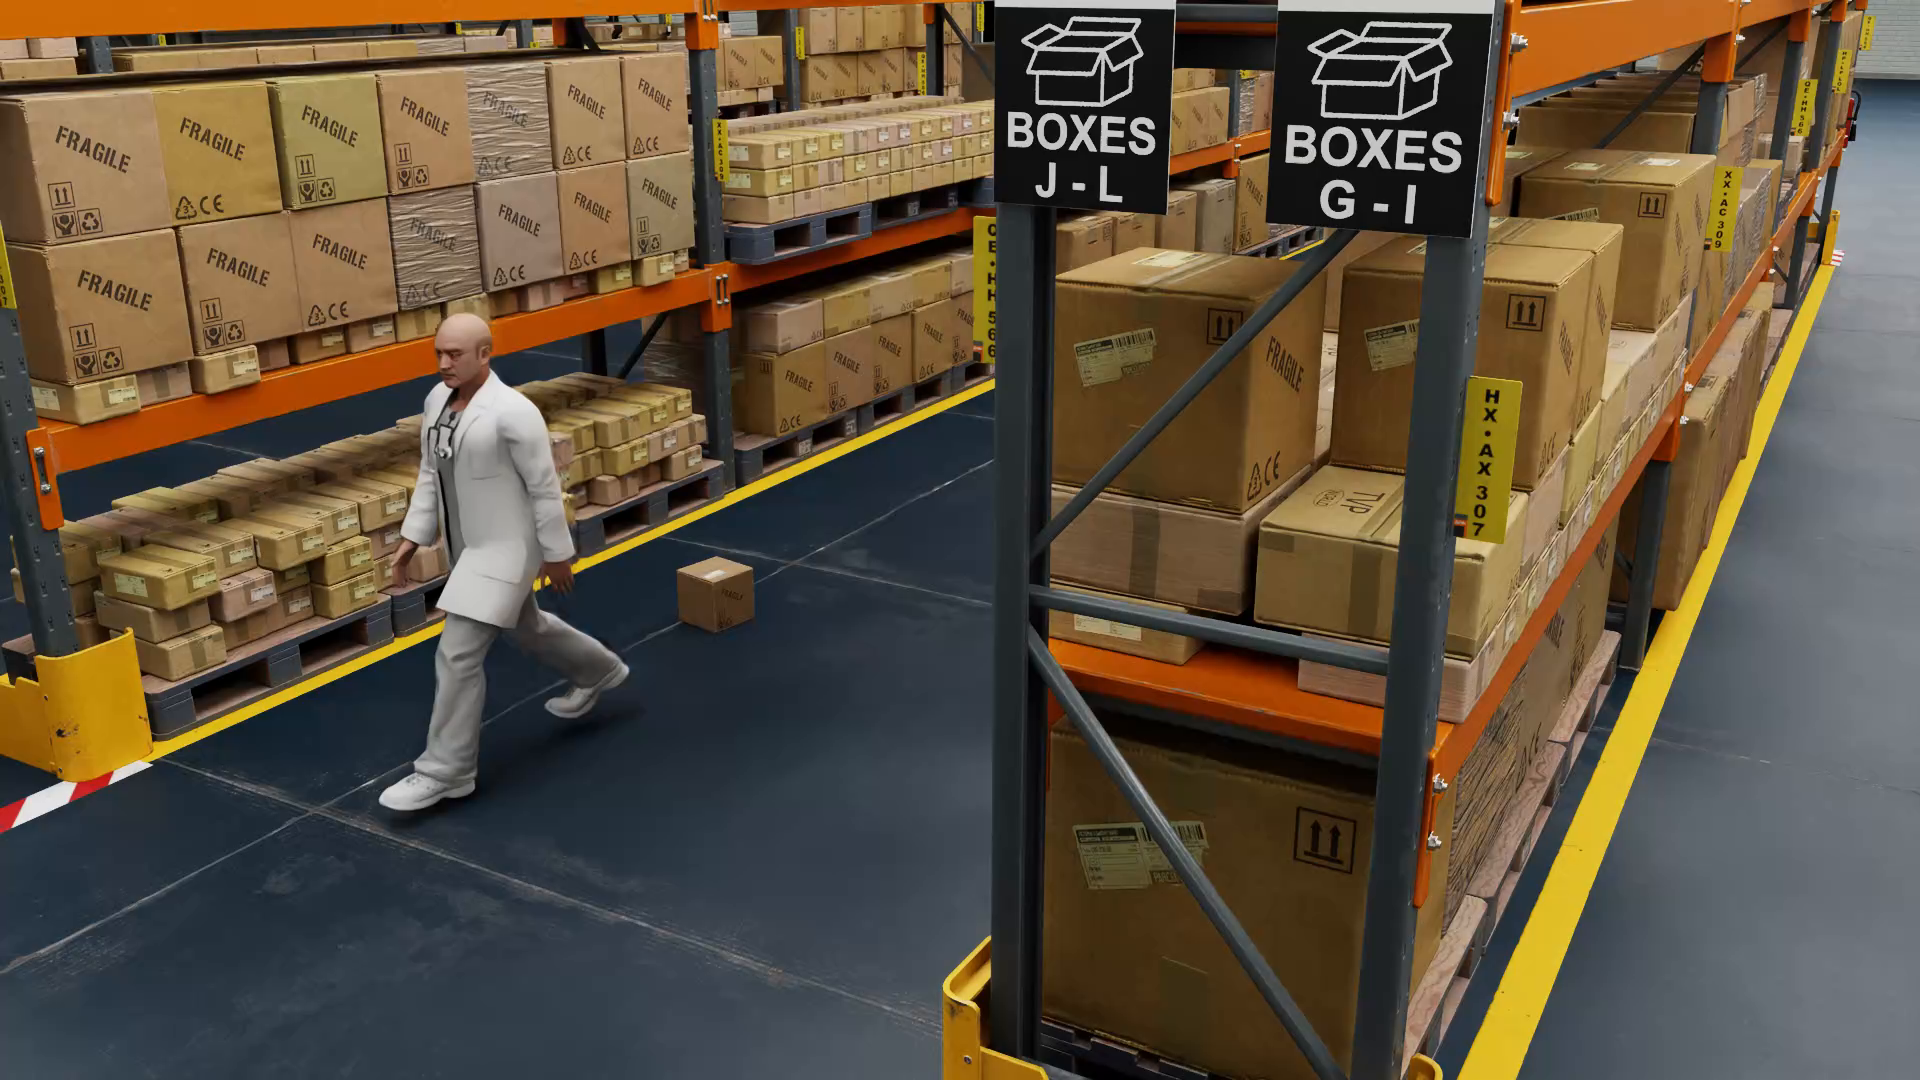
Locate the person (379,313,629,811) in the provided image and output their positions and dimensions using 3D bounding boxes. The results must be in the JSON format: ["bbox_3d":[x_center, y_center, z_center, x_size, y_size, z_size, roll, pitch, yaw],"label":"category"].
[{"bbox_3d":[-1.688,0.021,6.028,0.576,1.724,1.177,17,26,41],"label":"person"}]
